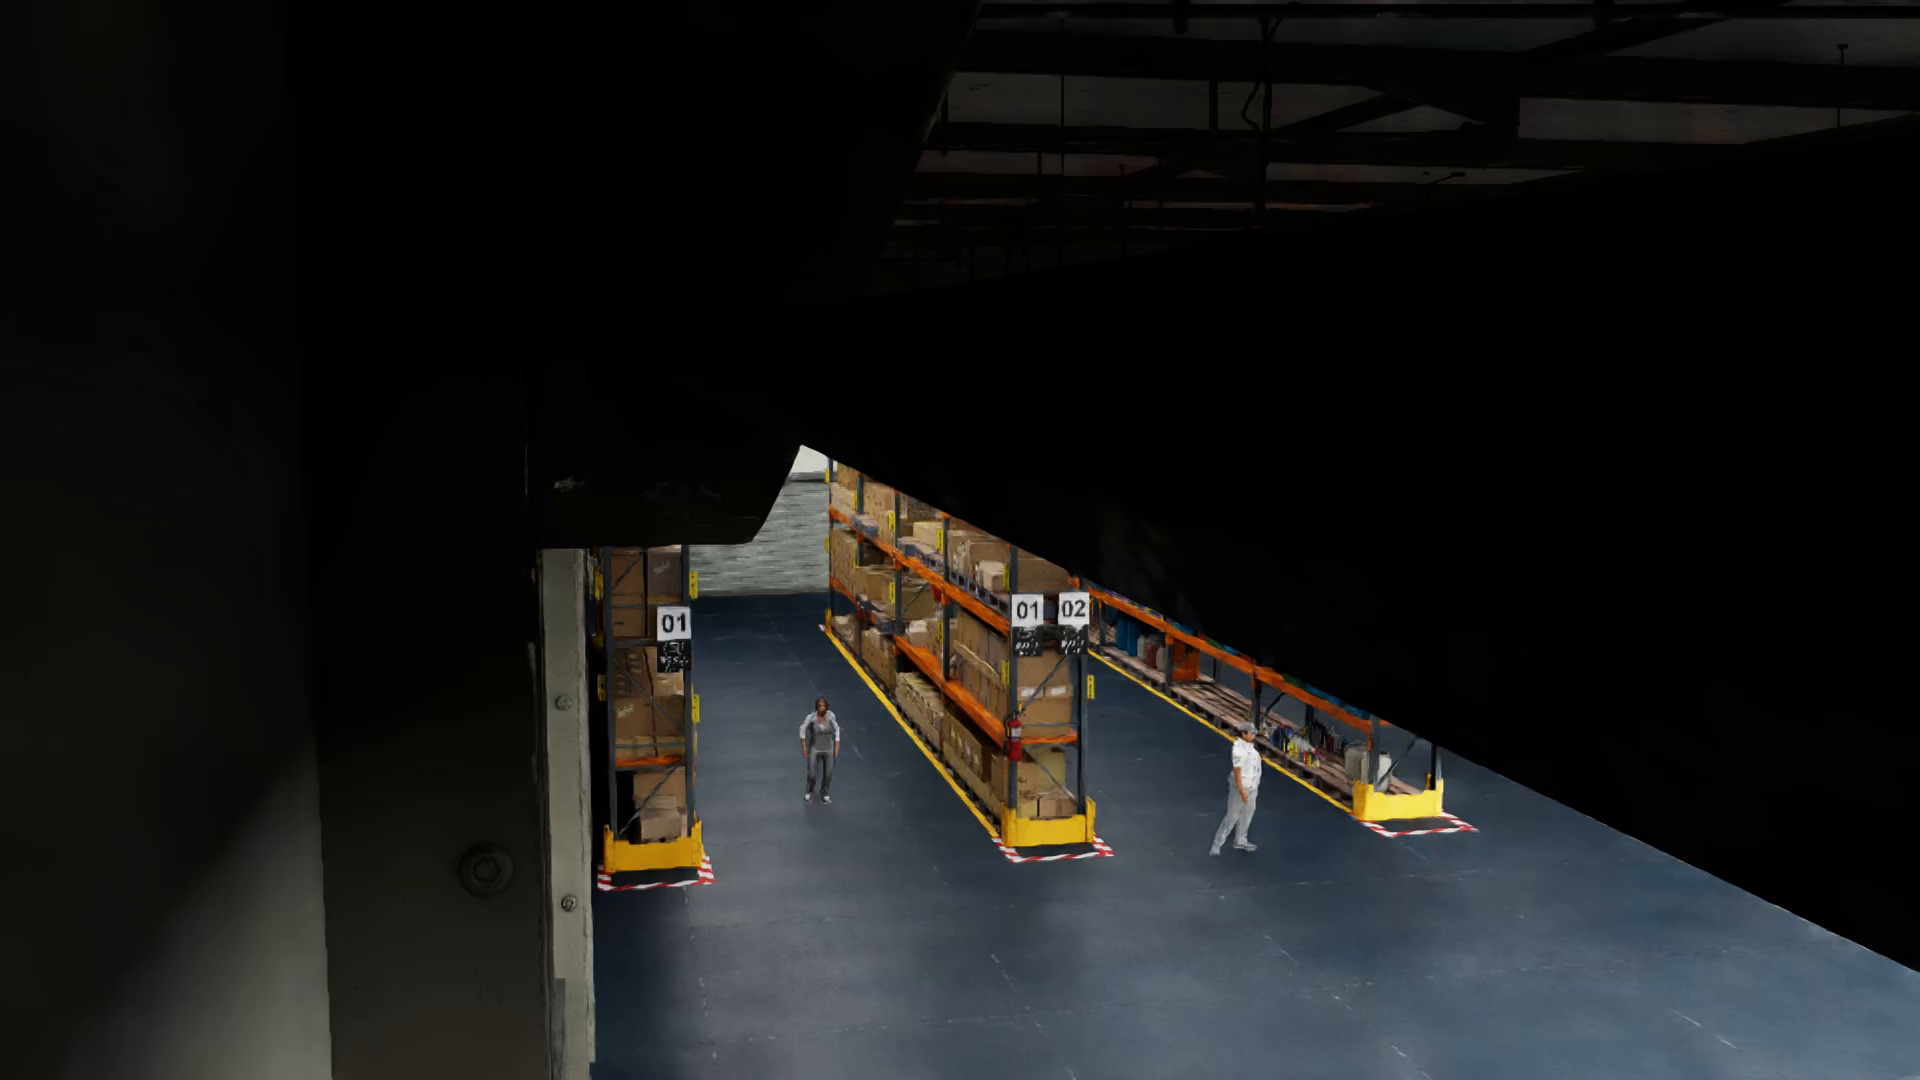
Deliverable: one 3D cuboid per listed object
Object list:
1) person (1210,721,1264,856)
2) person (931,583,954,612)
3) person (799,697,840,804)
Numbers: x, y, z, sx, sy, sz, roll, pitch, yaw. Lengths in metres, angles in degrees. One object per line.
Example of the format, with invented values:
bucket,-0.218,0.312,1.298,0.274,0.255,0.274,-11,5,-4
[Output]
person,3.429,3.074,20.632,0.506,1.658,0.713,4,8,31
person,-0.457,1.363,34.917,0.682,1.676,0.535,-2,7,-14
person,-1.921,2.876,22.770,0.563,1.541,0.516,-2,7,-15
